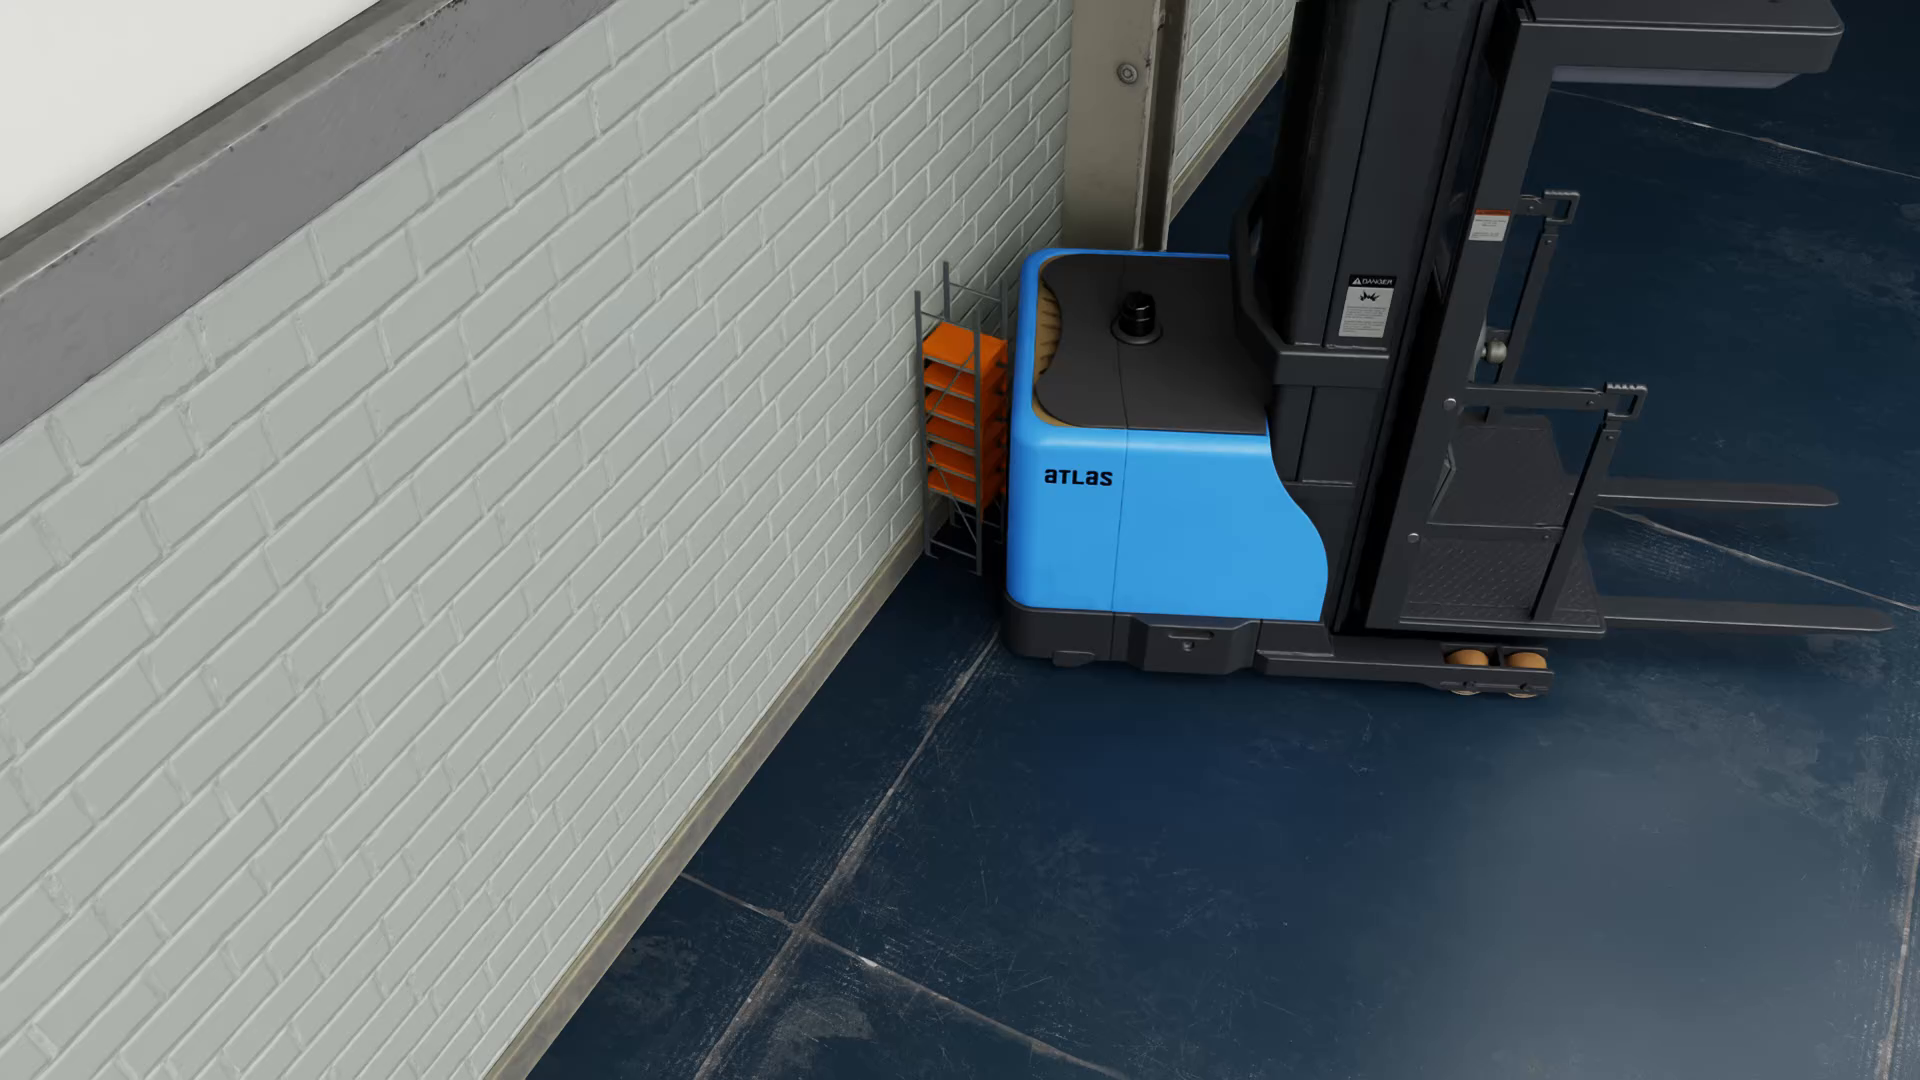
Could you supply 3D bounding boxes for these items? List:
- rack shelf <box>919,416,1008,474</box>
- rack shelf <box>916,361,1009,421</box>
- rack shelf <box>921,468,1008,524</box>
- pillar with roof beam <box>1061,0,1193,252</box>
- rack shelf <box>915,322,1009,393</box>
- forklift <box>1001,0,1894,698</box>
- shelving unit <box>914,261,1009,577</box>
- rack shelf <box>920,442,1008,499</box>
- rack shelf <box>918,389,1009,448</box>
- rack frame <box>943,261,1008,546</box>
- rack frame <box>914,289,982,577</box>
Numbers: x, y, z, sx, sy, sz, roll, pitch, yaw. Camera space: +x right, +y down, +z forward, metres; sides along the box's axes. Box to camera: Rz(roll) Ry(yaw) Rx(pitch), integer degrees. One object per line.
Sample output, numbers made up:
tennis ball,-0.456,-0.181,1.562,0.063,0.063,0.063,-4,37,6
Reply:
rack shelf,0.013,-0.361,5.816,0.258,0.103,0.180,21,49,21
rack shelf,0.010,-0.532,5.648,0.258,0.103,0.180,21,49,21
rack shelf,0.017,-0.189,5.984,0.258,0.103,0.180,21,49,21
pillar with roof beam,4.432,-2.549,2.442,9.100,9.000,0.400,20,49,19
rack shelf,0.008,-0.618,5.564,0.258,0.103,0.180,21,49,21
forklift,1.683,-0.882,5.061,3.031,2.935,1.130,3,45,3
shelving unit,0.012,-0.392,5.785,0.258,1.200,0.189,21,49,21
rack shelf,0.015,-0.275,5.900,0.258,0.103,0.180,21,49,21
rack shelf,0.011,-0.446,5.732,0.258,0.103,0.180,21,49,21
rack frame,0.058,-0.448,5.841,0.240,1.200,0.006,21,49,21
rack frame,-0.033,-0.336,5.728,0.240,1.200,0.006,21,49,21
